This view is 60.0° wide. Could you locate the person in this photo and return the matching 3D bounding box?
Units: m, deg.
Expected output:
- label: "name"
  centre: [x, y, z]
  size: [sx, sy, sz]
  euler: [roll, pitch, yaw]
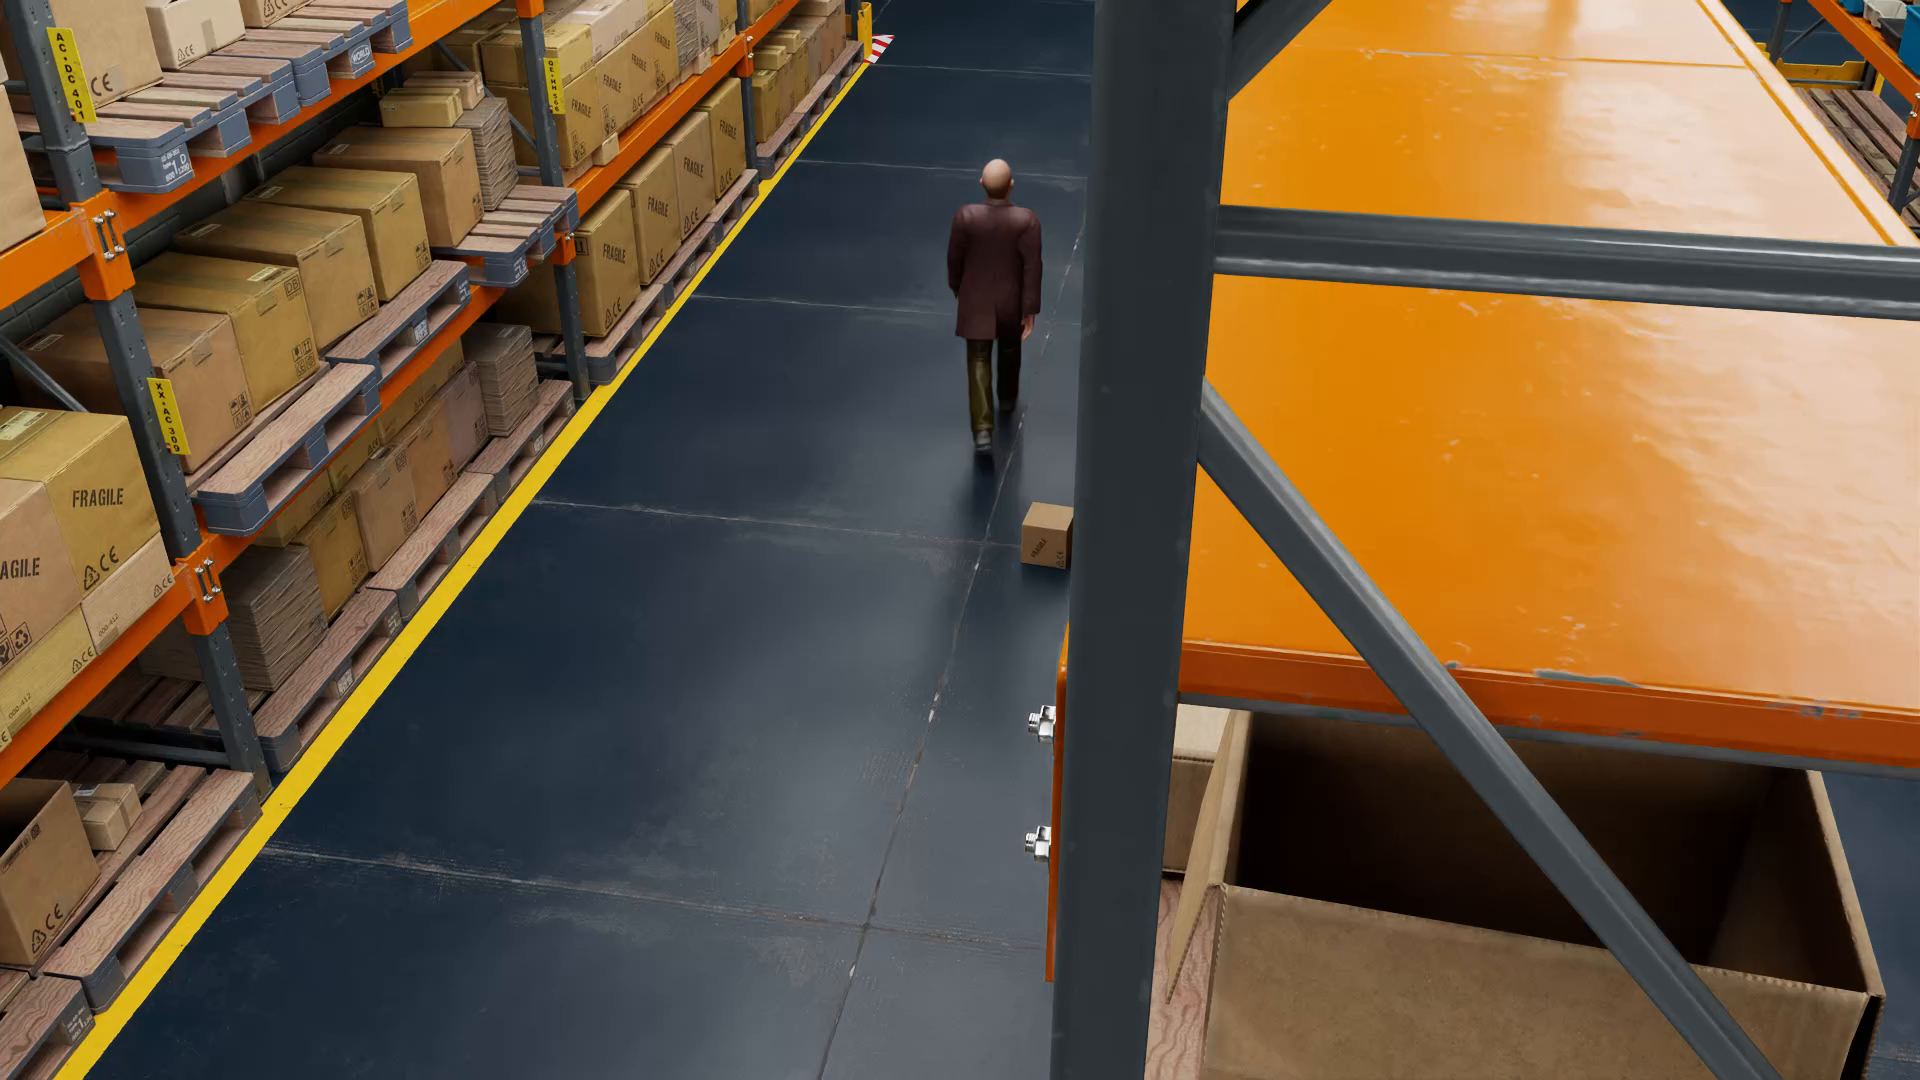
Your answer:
- label: "person"
  centre: [0.206, -1.472, 10.011]
  size: [0.561, 1.732, 1.059]
  euler: [0, 32, 0]
